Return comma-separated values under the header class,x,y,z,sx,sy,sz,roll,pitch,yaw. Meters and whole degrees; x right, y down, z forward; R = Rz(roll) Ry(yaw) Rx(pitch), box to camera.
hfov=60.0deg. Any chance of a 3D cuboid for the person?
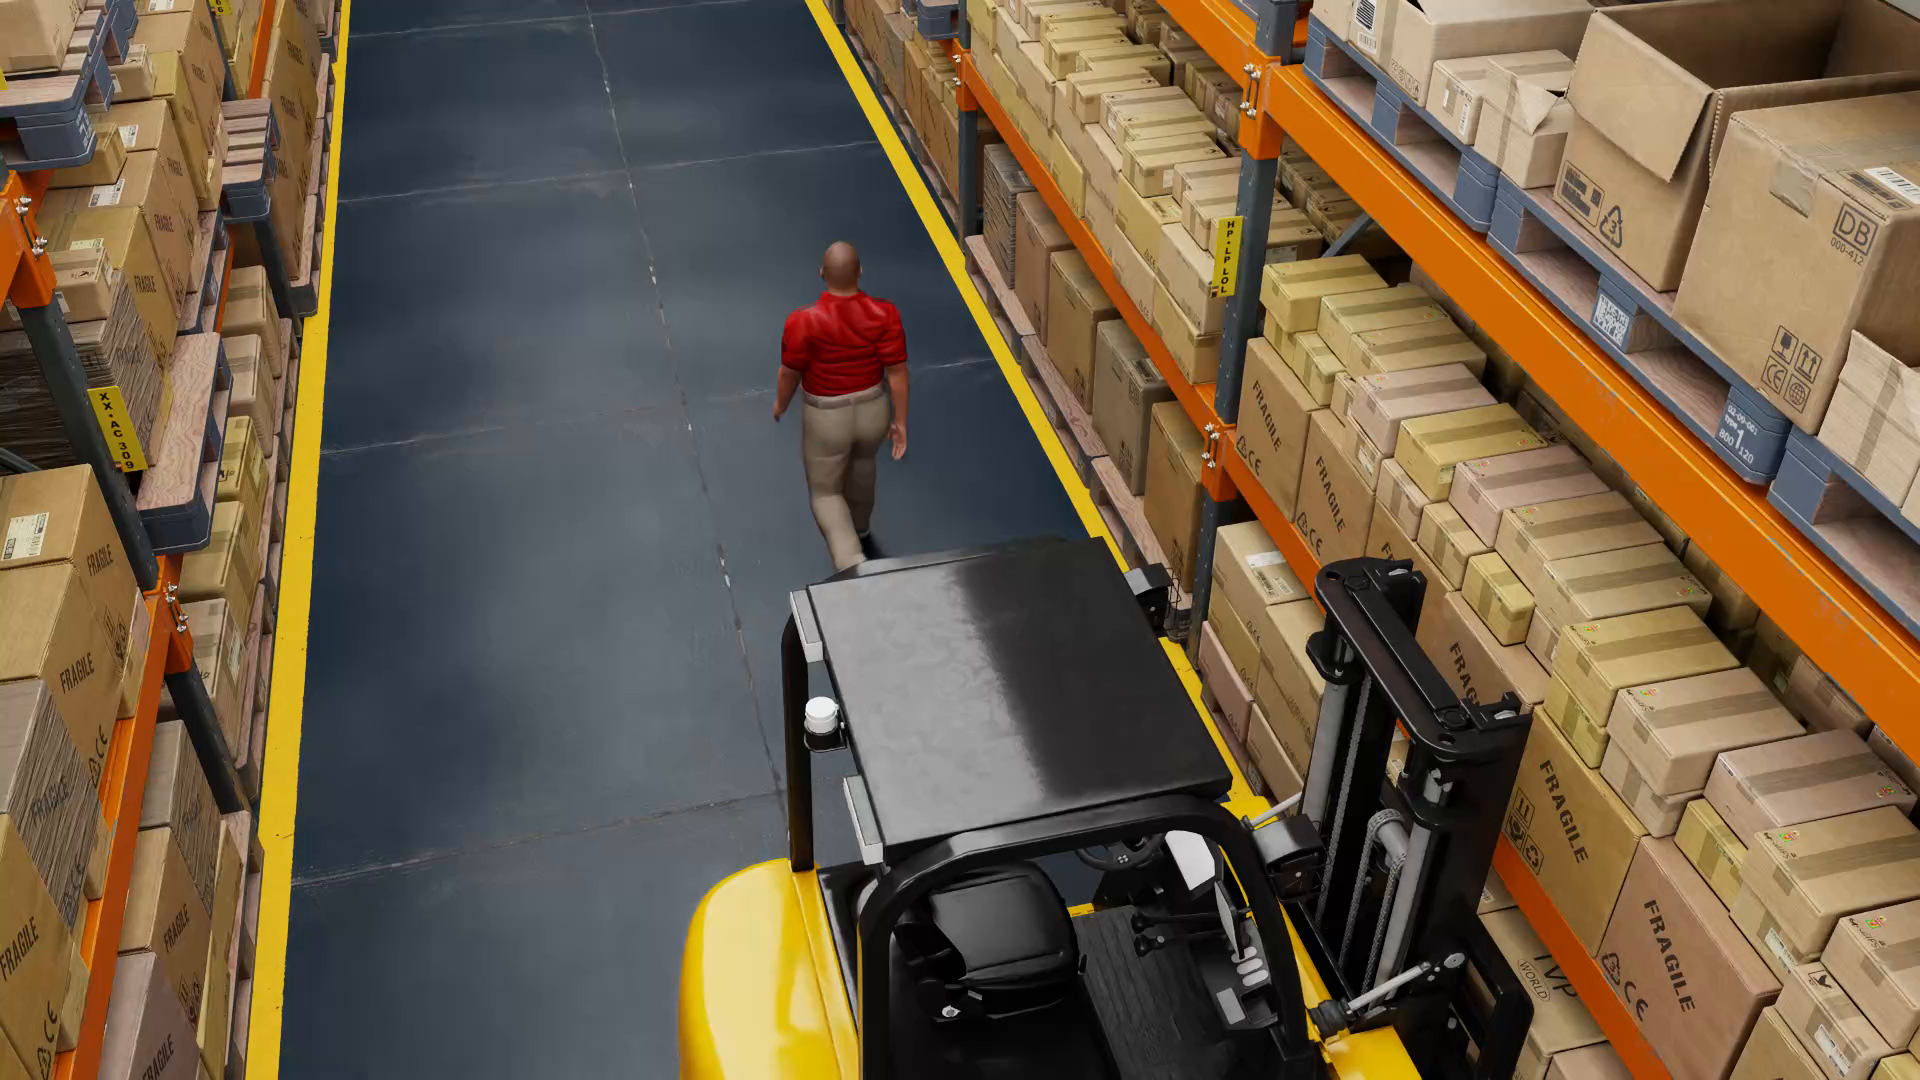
class,x,y,z,sx,sy,sz,roll,pitch,yaw
person,-0.514,-0.551,7.419,0.552,1.678,0.986,-13,40,-16
